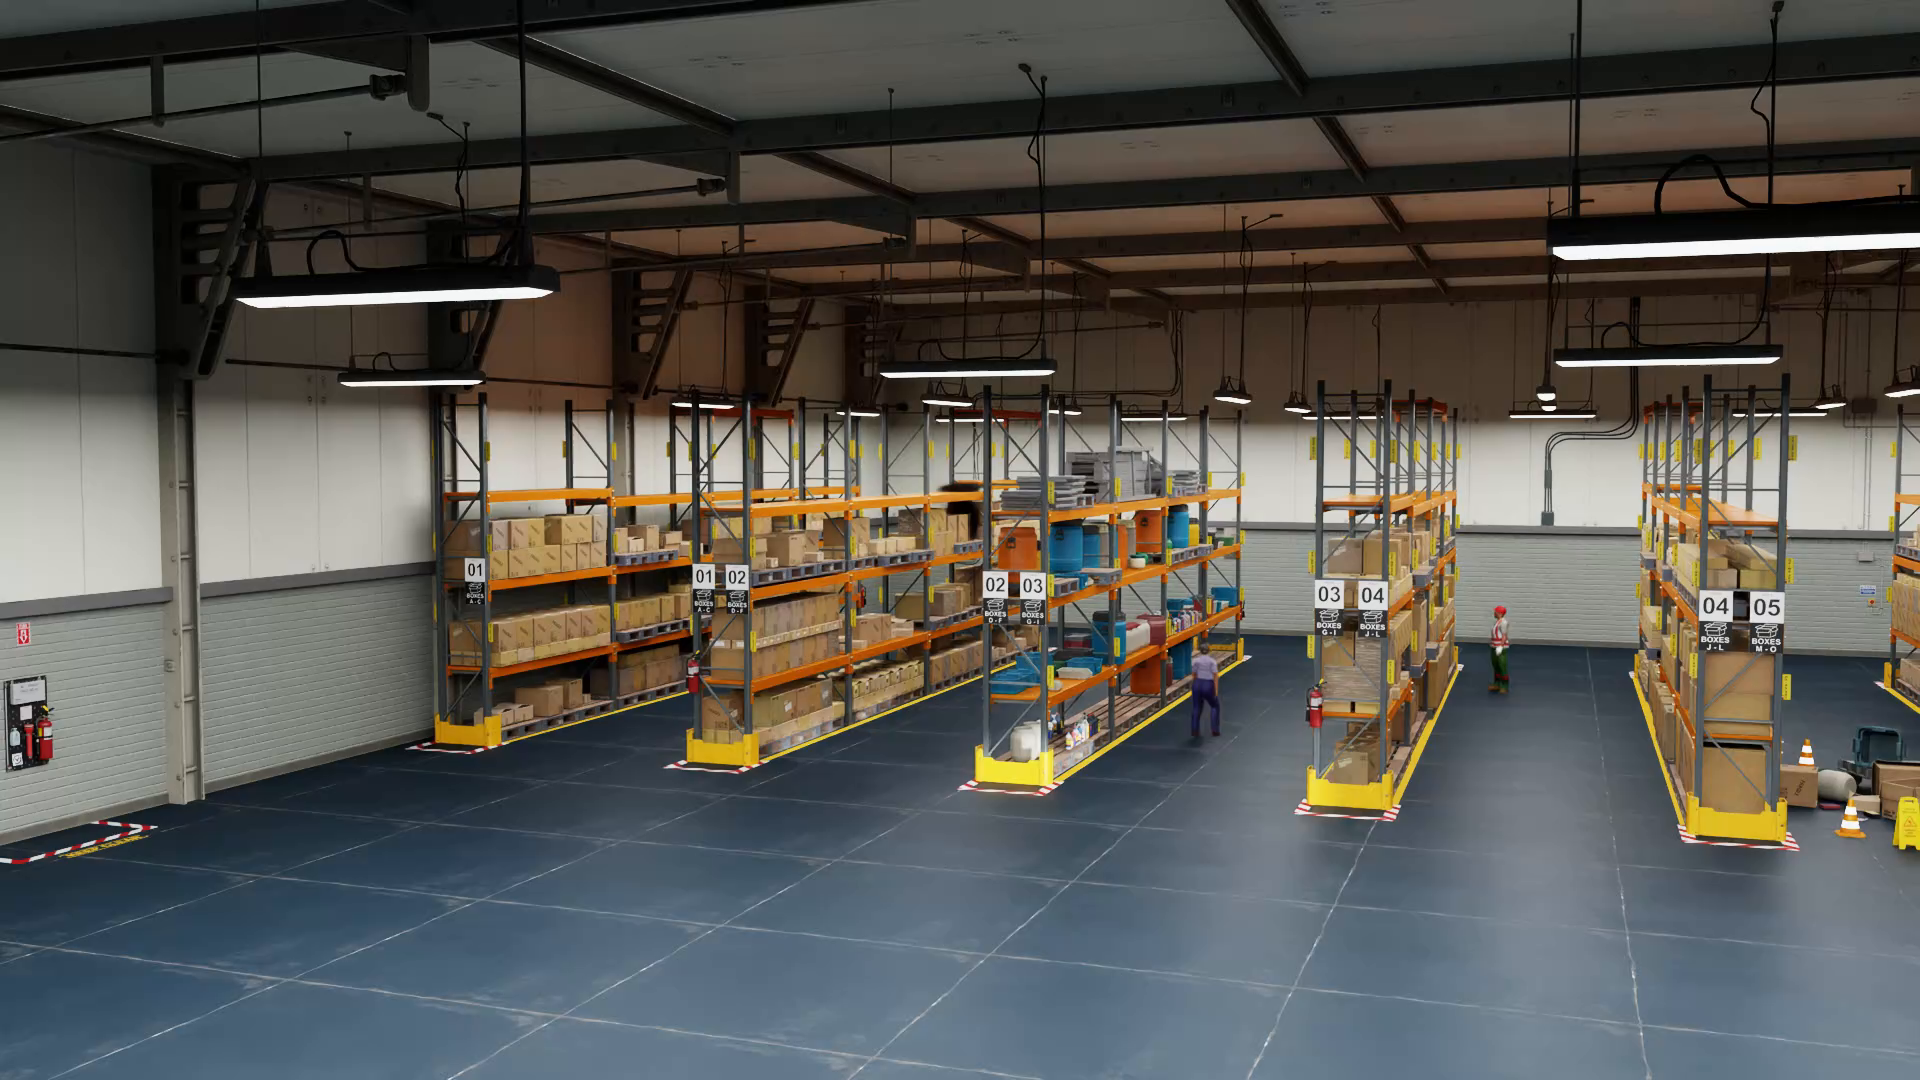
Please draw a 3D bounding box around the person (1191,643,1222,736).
[{"bbox_3d":[4.329,2.656,29.203,0.530,1.711,0.634,3,4,44],"label":"person"}]

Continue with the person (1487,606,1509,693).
[{"bbox_3d":[11.230,2.278,34.679,0.410,1.827,0.554,-1,3,-17],"label":"person"}]
